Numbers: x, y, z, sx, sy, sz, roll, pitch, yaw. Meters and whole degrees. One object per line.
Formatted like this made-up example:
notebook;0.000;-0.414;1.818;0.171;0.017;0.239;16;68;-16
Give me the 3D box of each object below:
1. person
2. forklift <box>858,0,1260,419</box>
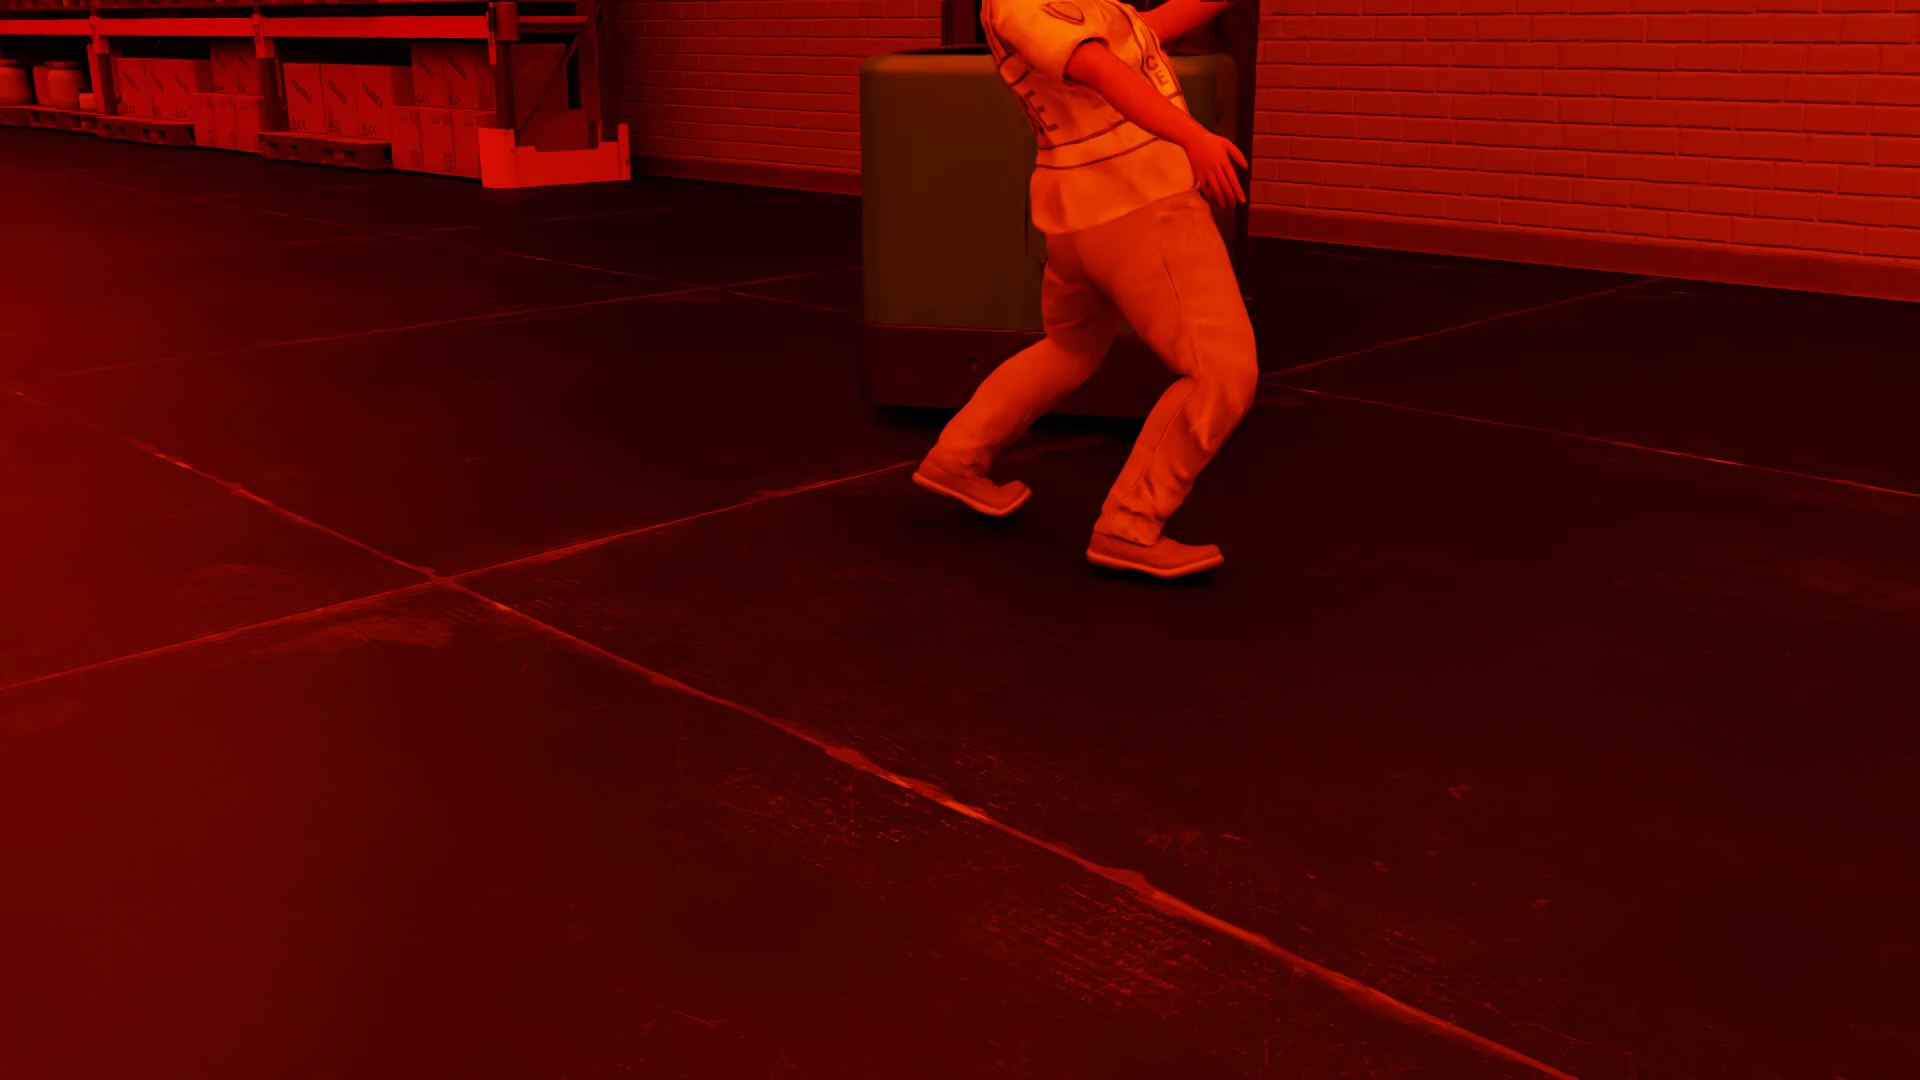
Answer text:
person;0.374;-0.675;3.547;0.782;1.473;0.888;-4;18;-14
forklift;0.532;-2.138;5.853;1.130;2.935;3.031;4;18;13
